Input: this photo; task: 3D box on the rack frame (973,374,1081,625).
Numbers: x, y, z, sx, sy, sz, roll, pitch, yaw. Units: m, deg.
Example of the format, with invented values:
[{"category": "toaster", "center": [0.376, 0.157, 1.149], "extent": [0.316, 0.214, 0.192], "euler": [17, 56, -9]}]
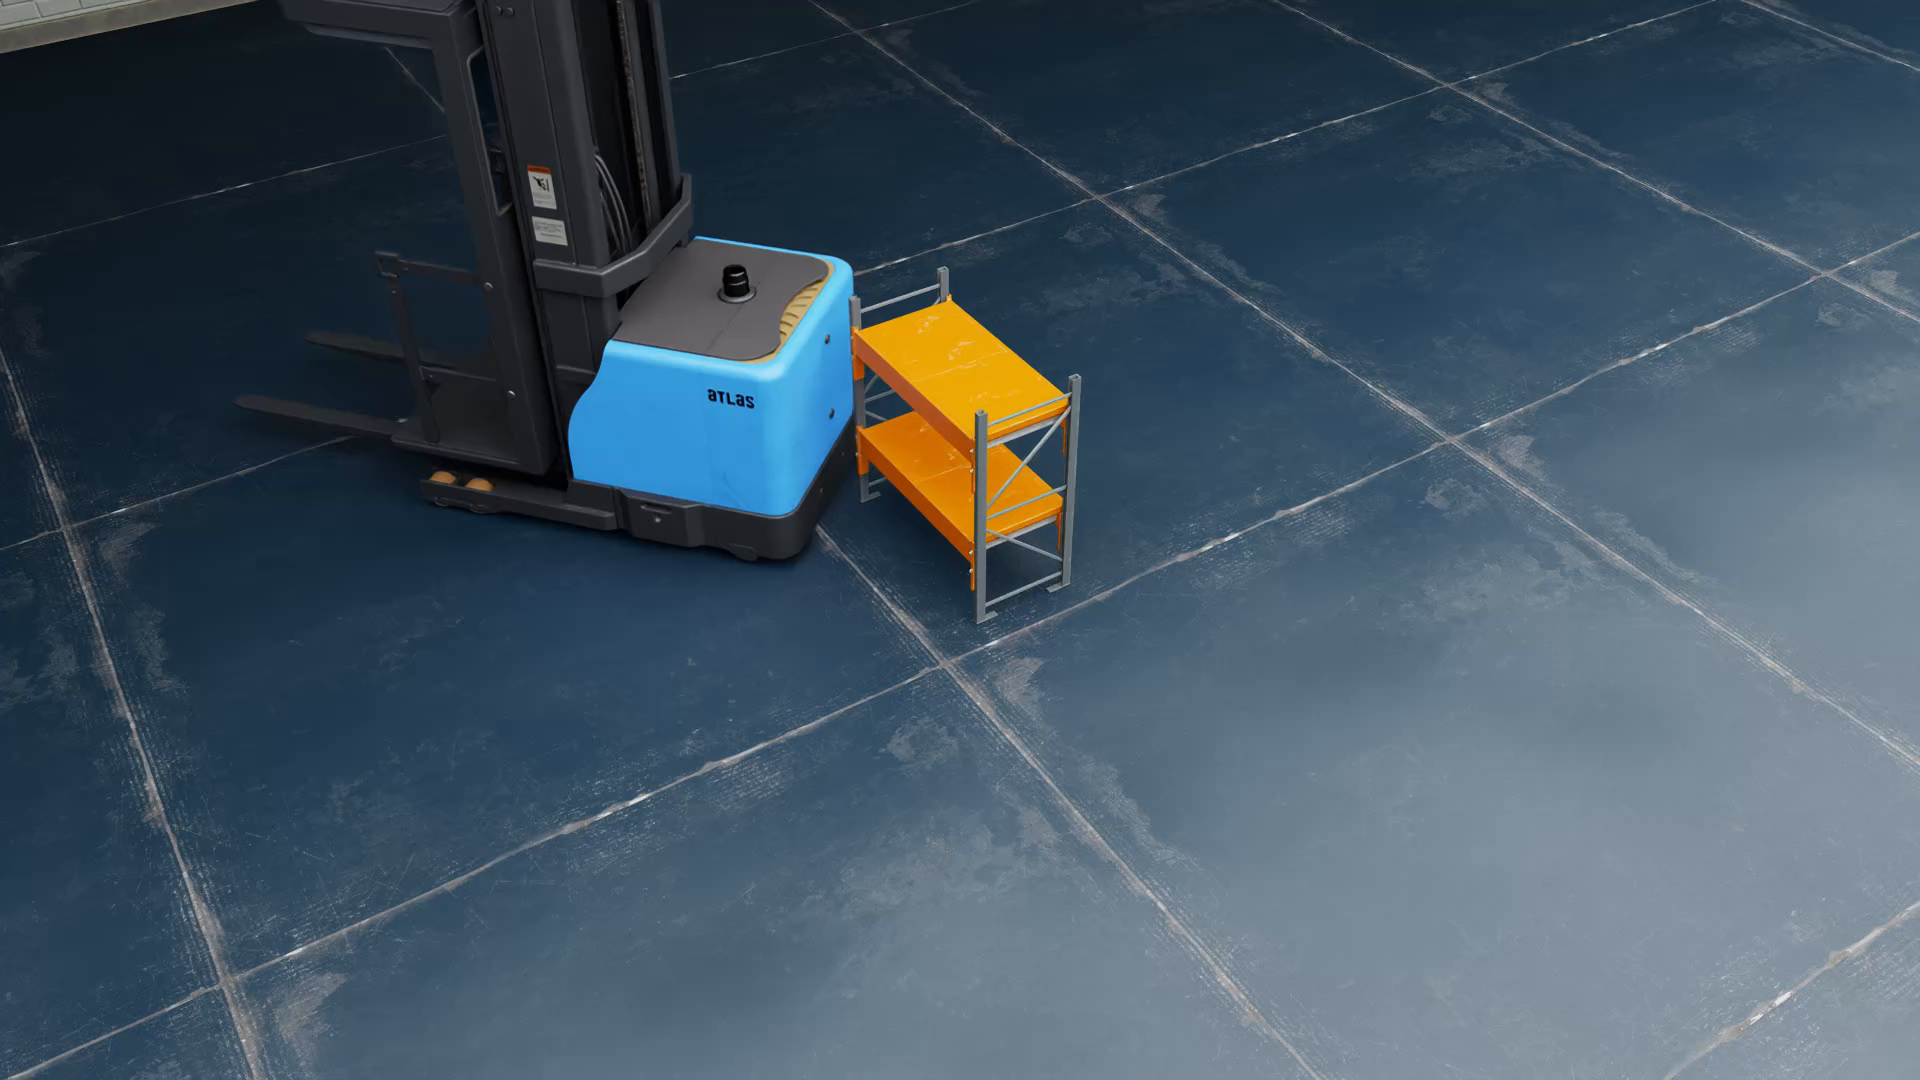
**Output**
[{"category": "rack frame", "center": [0.277, -0.154, 7.056], "extent": [0.500, 1.125, 0.032], "euler": [-22, 45, -24]}]

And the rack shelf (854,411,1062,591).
[{"category": "rack shelf", "center": [0.004, -0.241, 7.542], "extent": [0.538, 0.278, 1.000], "euler": [-22, 45, -24]}]

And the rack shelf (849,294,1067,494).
[{"category": "rack shelf", "center": [0.004, -0.653, 7.198], "extent": [0.538, 0.278, 1.000], "euler": [-22, 45, -24]}]

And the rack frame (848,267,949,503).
[{"category": "rack frame", "center": [-0.270, -0.703, 7.715], "extent": [0.500, 1.125, 0.032], "euler": [-22, 45, -24]}]

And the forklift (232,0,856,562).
[{"category": "forklift", "center": [-2.053, -1.564, 7.337], "extent": [3.031, 2.935, 1.130], "euler": [11, 41, 13]}]

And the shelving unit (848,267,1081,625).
[{"category": "shelving unit", "center": [0.004, -0.428, 7.386], "extent": [0.538, 1.125, 1.048], "euler": [-22, 45, -24]}]
